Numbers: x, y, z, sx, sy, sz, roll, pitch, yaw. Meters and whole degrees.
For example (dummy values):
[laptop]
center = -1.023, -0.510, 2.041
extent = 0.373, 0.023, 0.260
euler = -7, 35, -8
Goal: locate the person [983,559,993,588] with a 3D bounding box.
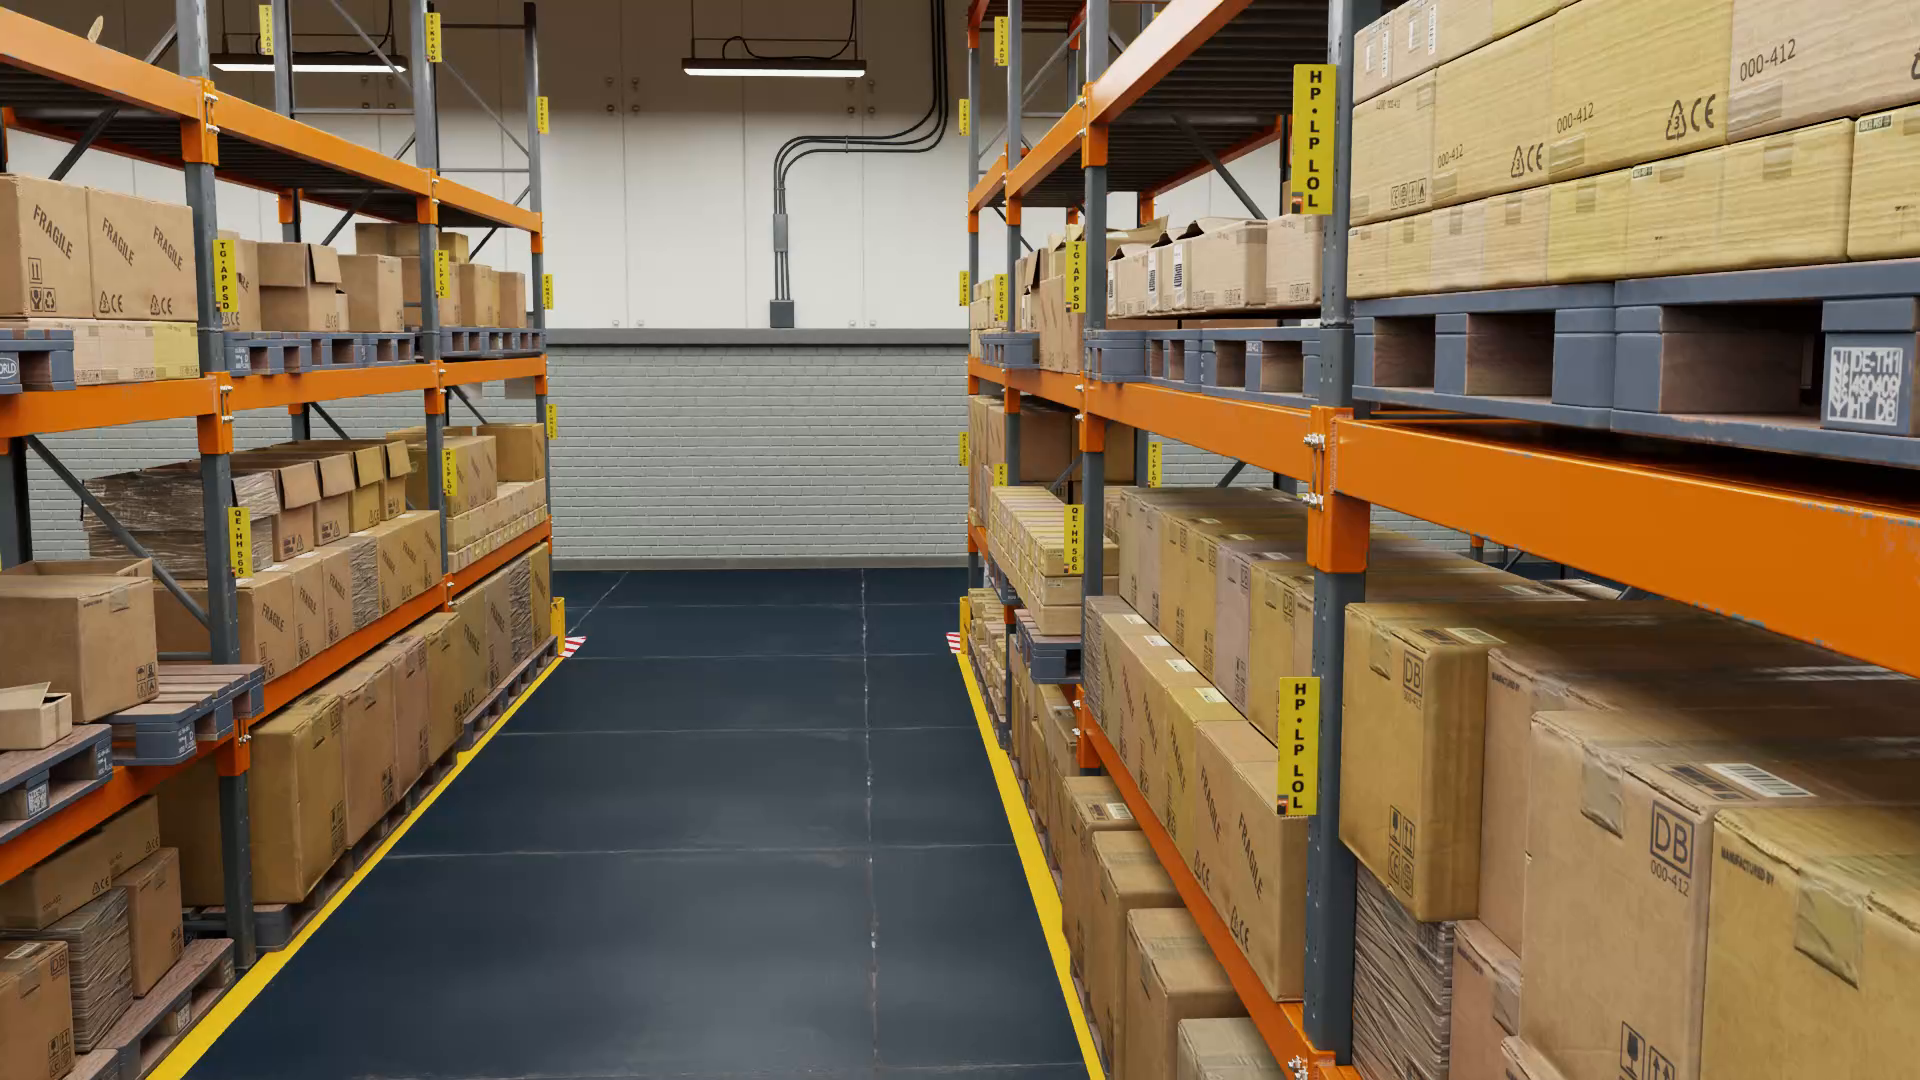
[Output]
[person]
center = 0.452, 0.010, 17.667
extent = 0.486, 1.673, 0.358
euler = 0, 7, -3
